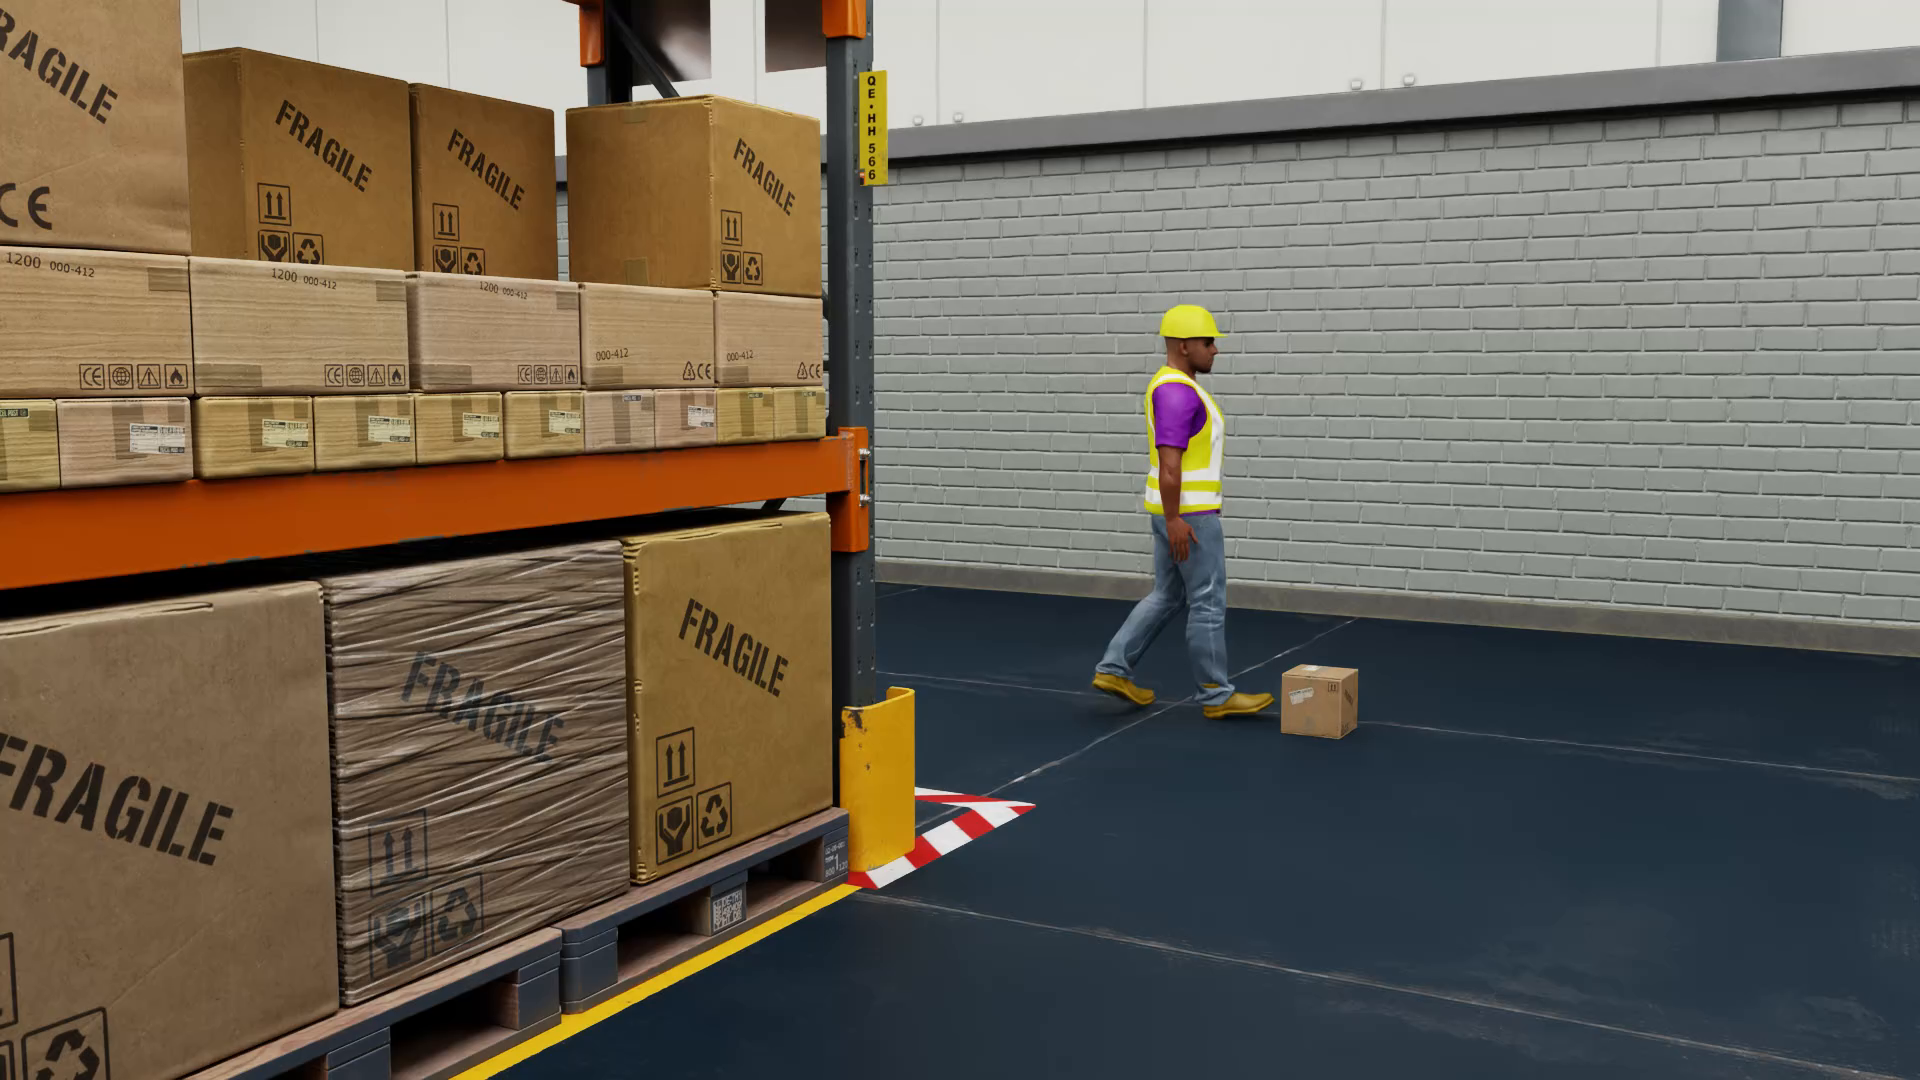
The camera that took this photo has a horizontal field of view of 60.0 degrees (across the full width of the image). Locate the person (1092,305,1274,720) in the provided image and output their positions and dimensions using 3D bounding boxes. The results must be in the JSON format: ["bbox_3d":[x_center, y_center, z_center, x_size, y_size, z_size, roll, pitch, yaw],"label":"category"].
[{"bbox_3d":[0.965,-0.112,7.118,0.770,1.770,0.588,0,6,-2],"label":"person"}]
